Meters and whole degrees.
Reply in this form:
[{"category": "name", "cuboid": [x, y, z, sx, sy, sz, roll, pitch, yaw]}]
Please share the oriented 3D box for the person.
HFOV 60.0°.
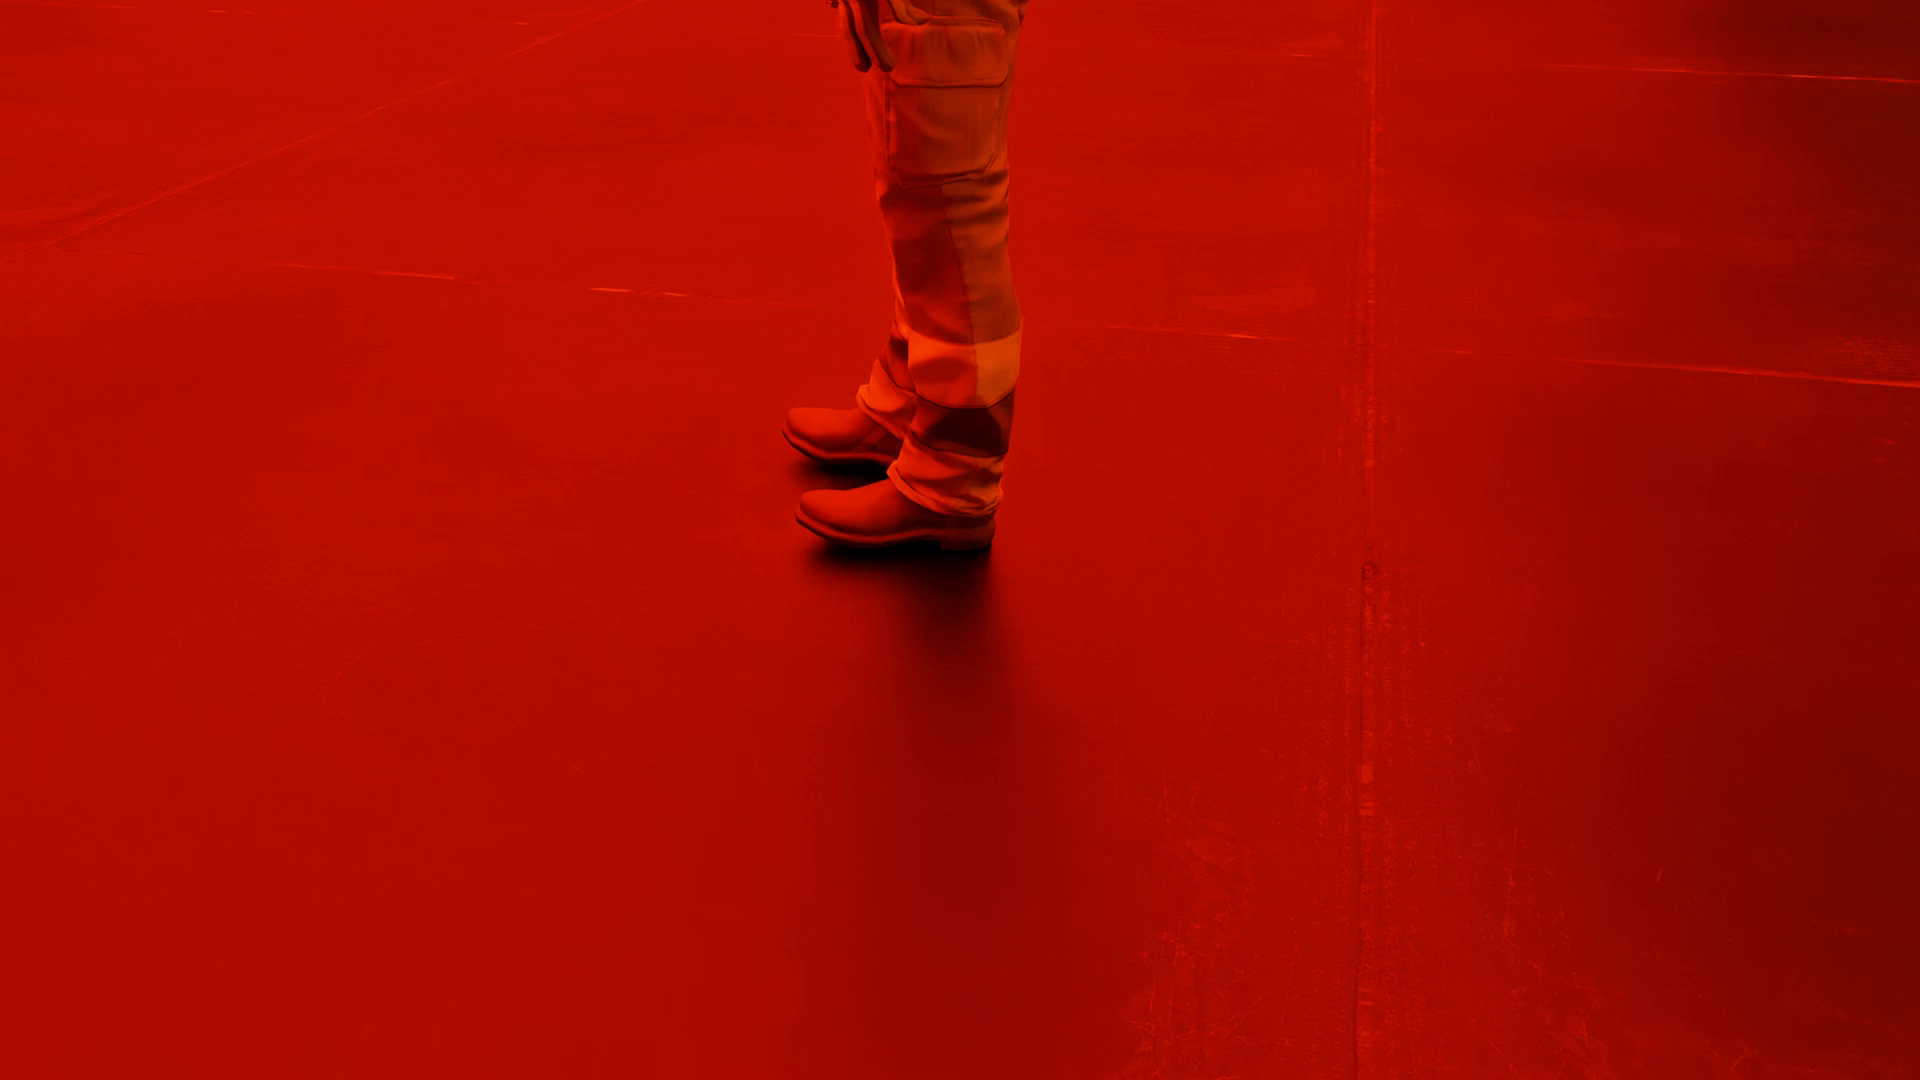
[{"category": "person", "cuboid": [-0.076, -0.819, 2.120, 0.562, 1.790, 0.637, 6, 27, 11]}]
